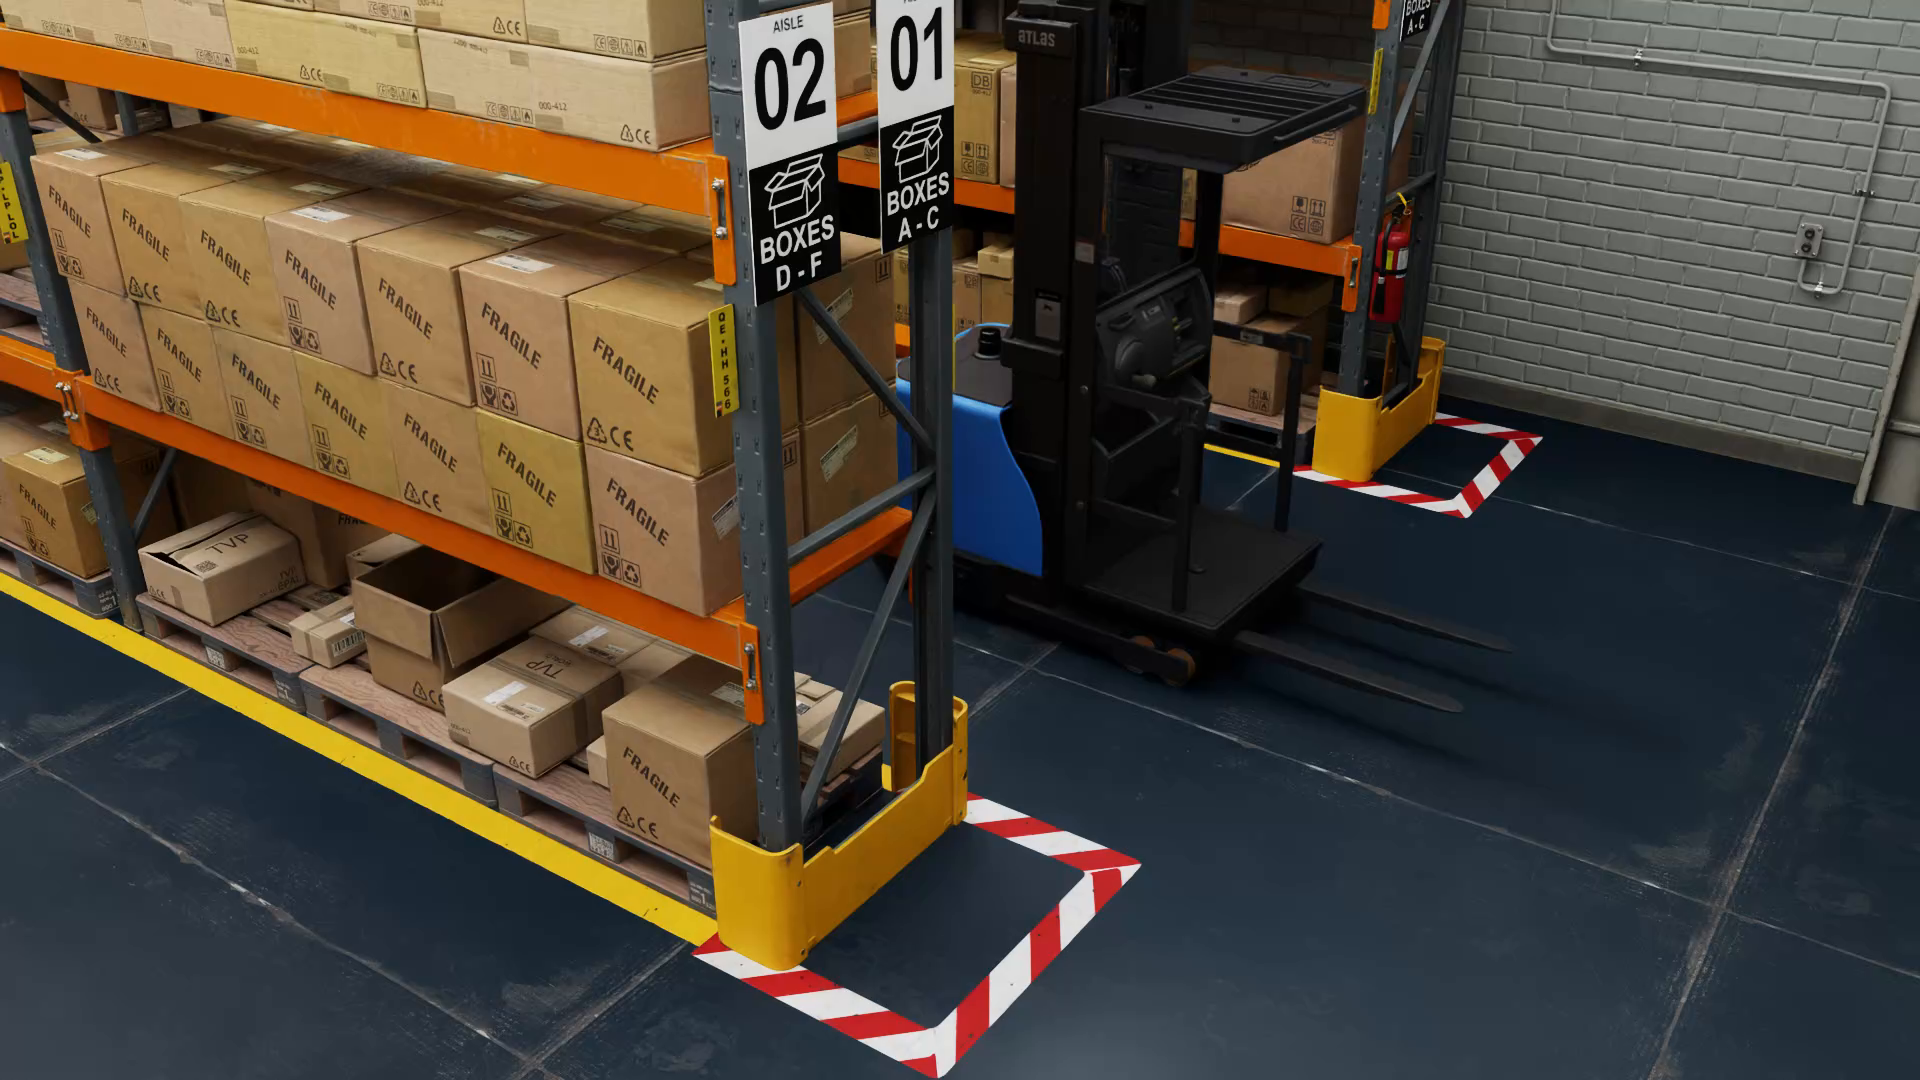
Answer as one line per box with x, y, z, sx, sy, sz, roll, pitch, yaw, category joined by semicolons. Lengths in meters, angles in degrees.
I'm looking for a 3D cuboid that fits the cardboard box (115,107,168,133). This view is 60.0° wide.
-7.903;-4.059;16.058;0.250;0.166;0.380;13;30;24;cardboard box

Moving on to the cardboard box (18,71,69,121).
-9.176;-4.544;16.643;0.500;0.500;0.700;15;31;27;cardboard box

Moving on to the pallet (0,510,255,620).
-4.344;-0.044;8.604;1.213;0.211;1.003;17;32;30;pallet

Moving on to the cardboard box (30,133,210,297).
-3.423;-1.356;6.895;0.500;0.500;0.500;18;32;32;cardboard box

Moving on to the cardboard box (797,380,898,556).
-0.572;-0.322;5.966;0.500;0.500;0.500;18;32;31;cardboard box

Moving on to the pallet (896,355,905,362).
-0.268;-1.478;11.422;1.213;0.211;1.003;17;32;30;pallet

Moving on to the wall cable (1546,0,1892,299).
4.038;-2.396;9.030;1.851;1.984;0.084;17;32;30;wall cable

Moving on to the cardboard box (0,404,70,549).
-4.624;-0.324;8.350;0.500;0.500;0.500;17;32;30;cardboard box

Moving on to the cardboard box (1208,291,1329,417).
1.813;-1.134;9.963;0.500;0.500;0.700;17;32;30;cardboard box

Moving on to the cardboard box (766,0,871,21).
-0.631;-1.787;5.262;0.500;0.250;0.500;17;32;30;cardboard box

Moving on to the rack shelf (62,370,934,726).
-2.004;-0.258;6.743;4.000;0.370;1.077;17;32;30;rack shelf

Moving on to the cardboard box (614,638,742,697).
-1.055;0.590;6.830;0.500;0.250;0.500;17;32;30;cardboard box

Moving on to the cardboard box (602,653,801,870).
-0.943;0.805;6.131;0.500;0.500;0.500;17;32;30;cardboard box

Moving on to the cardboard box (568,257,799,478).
-0.878;-0.567;5.344;0.500;0.500;0.500;17;32;30;cardboard box

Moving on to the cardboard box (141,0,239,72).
-2.570;-1.886;6.007;0.500;0.250;0.500;17;32;30;cardboard box

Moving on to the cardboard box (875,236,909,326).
-0.292;-1.788;11.249;0.500;0.500;0.700;18;32;31;cardboard box

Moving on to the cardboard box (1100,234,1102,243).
0.775;-1.855;10.667;0.250;0.149;0.380;17;31;29;cardboard box

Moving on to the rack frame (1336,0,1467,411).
2.447;-1.918;9.212;0.127;3.000;1.000;17;32;30;rack frame

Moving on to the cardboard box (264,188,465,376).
-2.148;-0.960;6.116;0.500;0.500;0.500;18;32;32;cardboard box

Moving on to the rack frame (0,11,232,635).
-3.652;-1.092;7.589;0.127;3.000;1.000;17;32;30;rack frame

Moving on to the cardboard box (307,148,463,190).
-2.250;-1.289;6.764;0.500;0.500;0.500;18;32;31;cardboard box

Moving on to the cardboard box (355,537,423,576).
-2.404;0.143;7.642;0.500;0.311;0.500;17;32;30;cardboard box

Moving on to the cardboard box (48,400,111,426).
-4.359;-0.523;8.740;0.500;0.500;0.500;18;32;31;cardboard box

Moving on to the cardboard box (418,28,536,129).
-1.334;-1.501;5.250;0.500;0.250;0.500;17;32;30;cardboard box

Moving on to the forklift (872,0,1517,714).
1.043;-0.923;7.332;3.031;2.935;1.130;19;32;32;forklift

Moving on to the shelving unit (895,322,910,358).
-0.344;-0.659;8.721;0.503;1.200;0.258;19;32;32;shelving unit

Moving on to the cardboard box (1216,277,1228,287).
1.393;-1.453;9.876;0.250;0.149;0.380;18;32;32;cardboard box

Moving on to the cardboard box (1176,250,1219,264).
1.405;-1.660;10.282;0.250;0.149;0.380;18;32;31;cardboard box

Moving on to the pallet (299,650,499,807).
-2.077;0.640;7.259;1.213;0.211;1.003;17;32;30;pallet

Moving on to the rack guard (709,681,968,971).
-0.418;1.029;6.176;0.348;0.500;1.175;17;32;30;rack guard

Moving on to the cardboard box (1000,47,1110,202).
0.791;-2.561;10.144;0.700;0.700;0.980;16;31;28;cardboard box

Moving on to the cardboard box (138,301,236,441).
-2.962;-0.774;6.853;0.500;0.500;0.500;18;32;31;cardboard box

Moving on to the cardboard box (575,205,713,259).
-1.007;-0.899;5.997;0.500;0.500;0.500;18;32;31;cardboard box

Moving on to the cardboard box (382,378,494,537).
-1.716;-0.385;6.089;0.500;0.500;0.500;18;32;31;cardboard box

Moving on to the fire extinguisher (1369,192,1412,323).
2.310;-1.506;8.899;0.183;0.674;0.296;17;32;30;fire extinguisher

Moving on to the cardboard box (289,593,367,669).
-2.710;0.381;7.332;0.250;0.166;0.380;17;32;30;cardboard box

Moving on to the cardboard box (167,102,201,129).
-6.829;-3.899;15.375;0.500;0.500;0.700;19;32;32;cardboard box

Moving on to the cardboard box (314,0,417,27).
-1.745;-1.853;5.390;0.500;0.250;0.500;17;32;30;cardboard box

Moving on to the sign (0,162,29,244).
-3.963;-1.400;6.917;0.005;0.325;0.100;17;32;30;sign

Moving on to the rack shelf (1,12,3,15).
-5.301;-2.622;8.081;4.000;0.370;1.077;17;32;30;rack shelf

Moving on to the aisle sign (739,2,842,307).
-0.472;-1.092;4.722;0.004;0.787;0.394;17;32;30;aisle sign
